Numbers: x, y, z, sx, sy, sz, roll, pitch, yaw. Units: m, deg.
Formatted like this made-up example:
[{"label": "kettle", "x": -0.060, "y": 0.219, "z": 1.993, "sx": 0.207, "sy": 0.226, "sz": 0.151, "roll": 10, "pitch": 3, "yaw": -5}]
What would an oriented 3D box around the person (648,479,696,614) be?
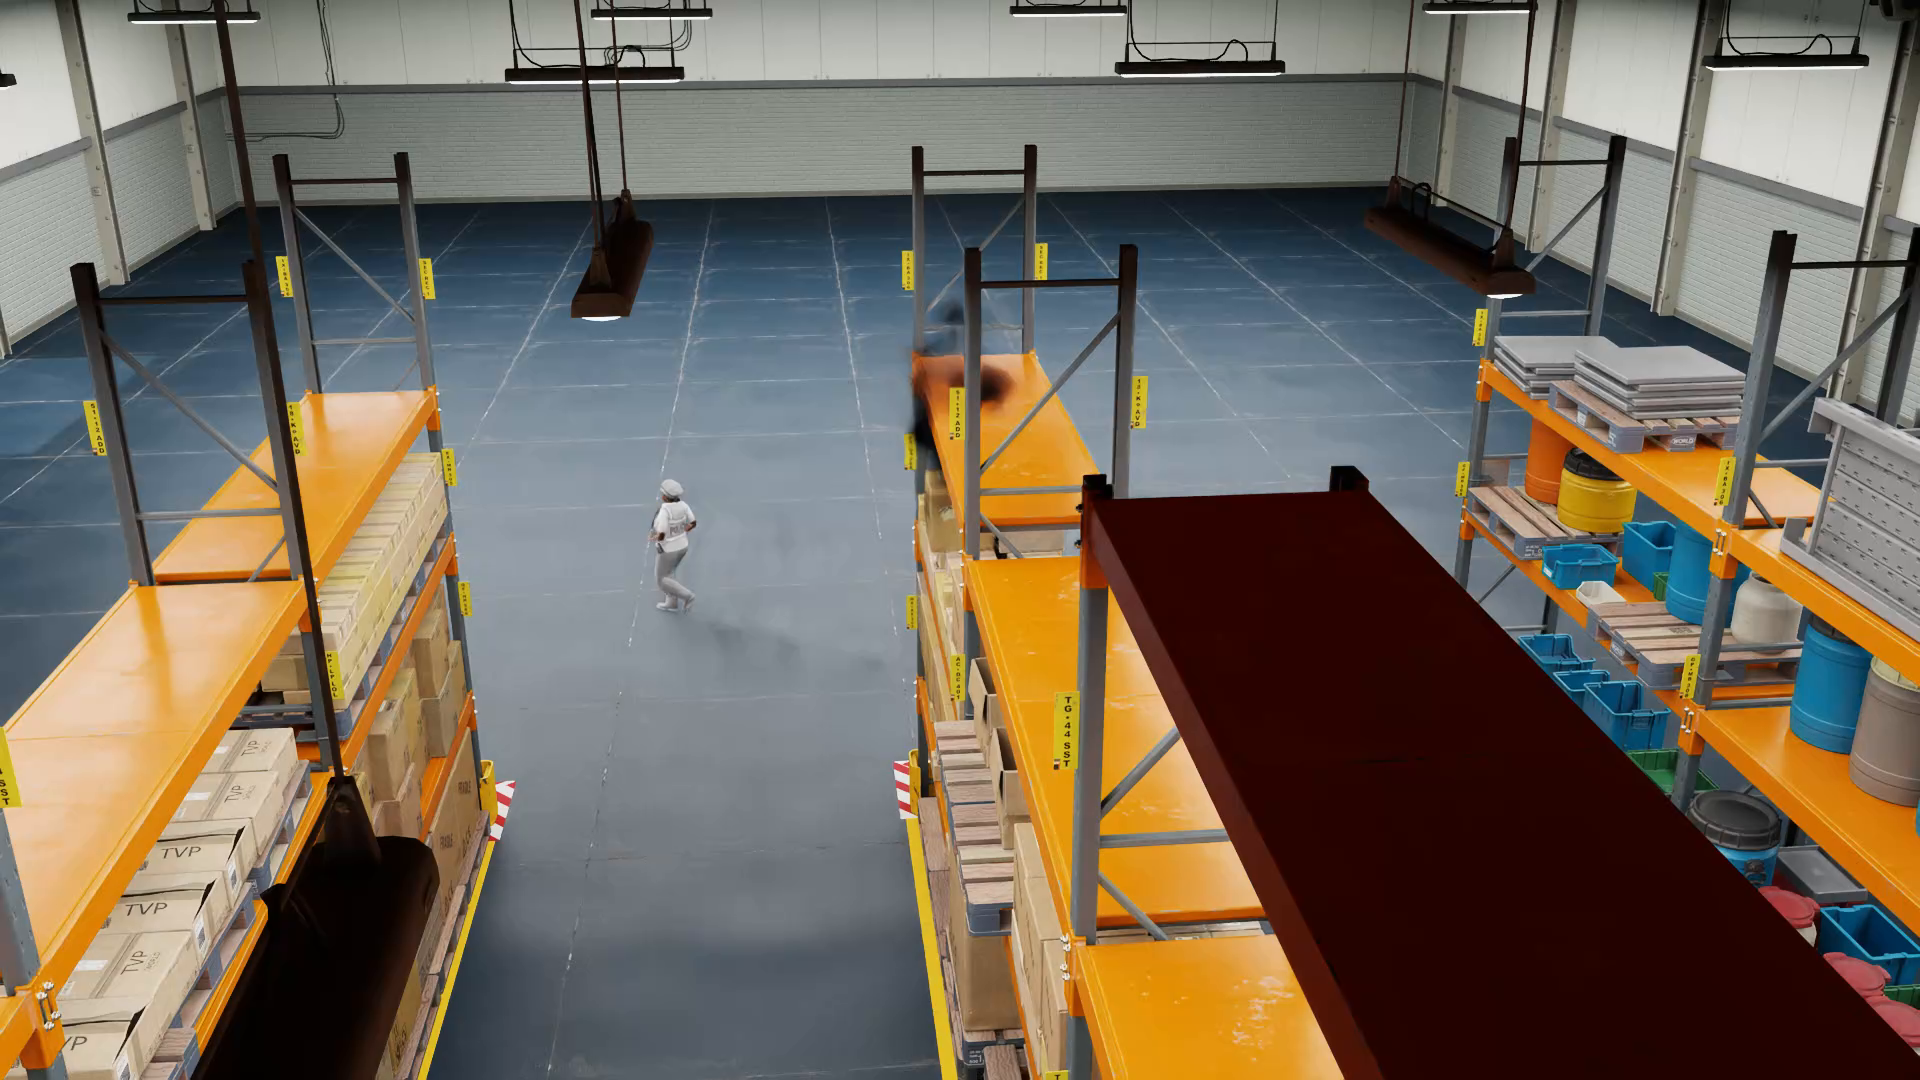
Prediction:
[{"label": "person", "x": -3.283, "y": 0.089, "z": 19.169, "sx": 0.666, "sy": 1.653, "sz": 0.579, "roll": 13, "pitch": 25, "yaw": 30}]
